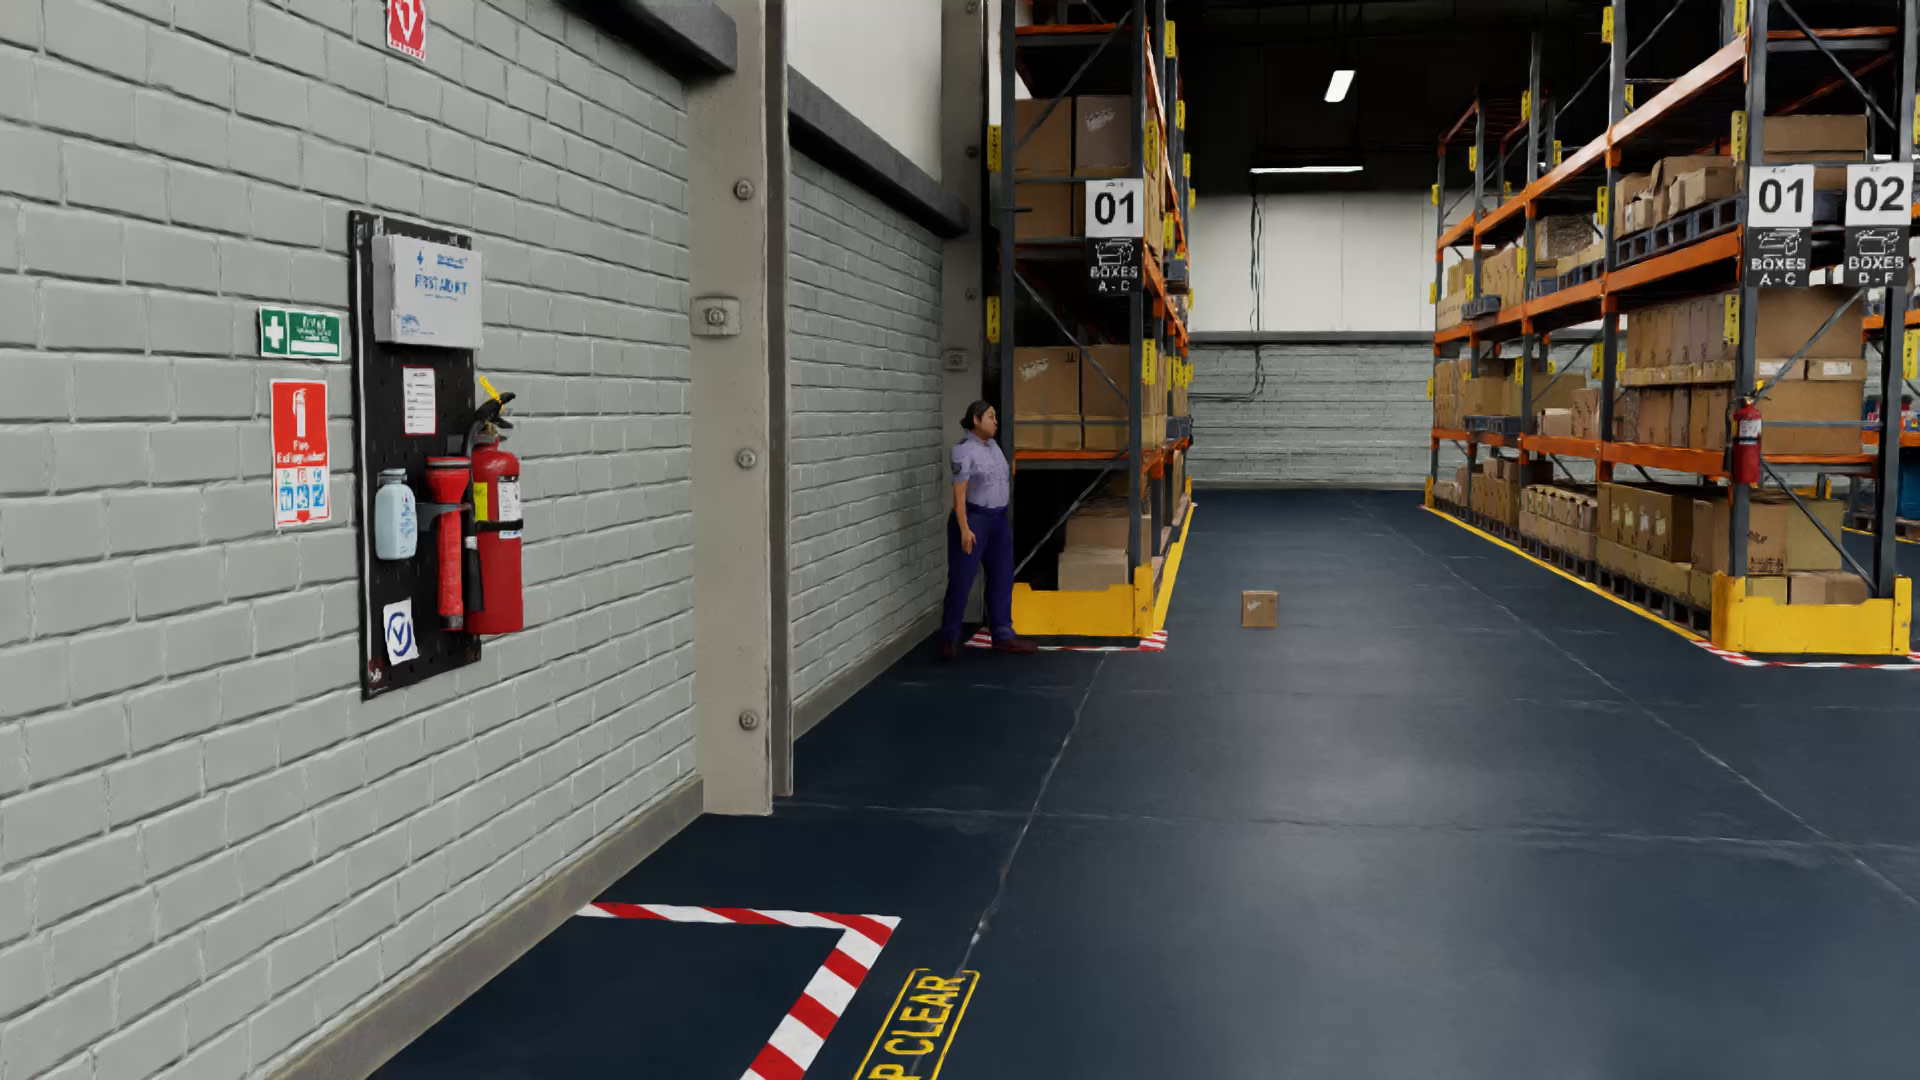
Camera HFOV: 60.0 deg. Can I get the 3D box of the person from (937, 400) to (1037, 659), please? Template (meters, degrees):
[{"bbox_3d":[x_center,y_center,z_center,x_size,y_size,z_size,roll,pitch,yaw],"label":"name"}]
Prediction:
[{"bbox_3d":[0.138,-0.071,10.707,0.454,1.635,0.672,4,6,39],"label":"person"}]
